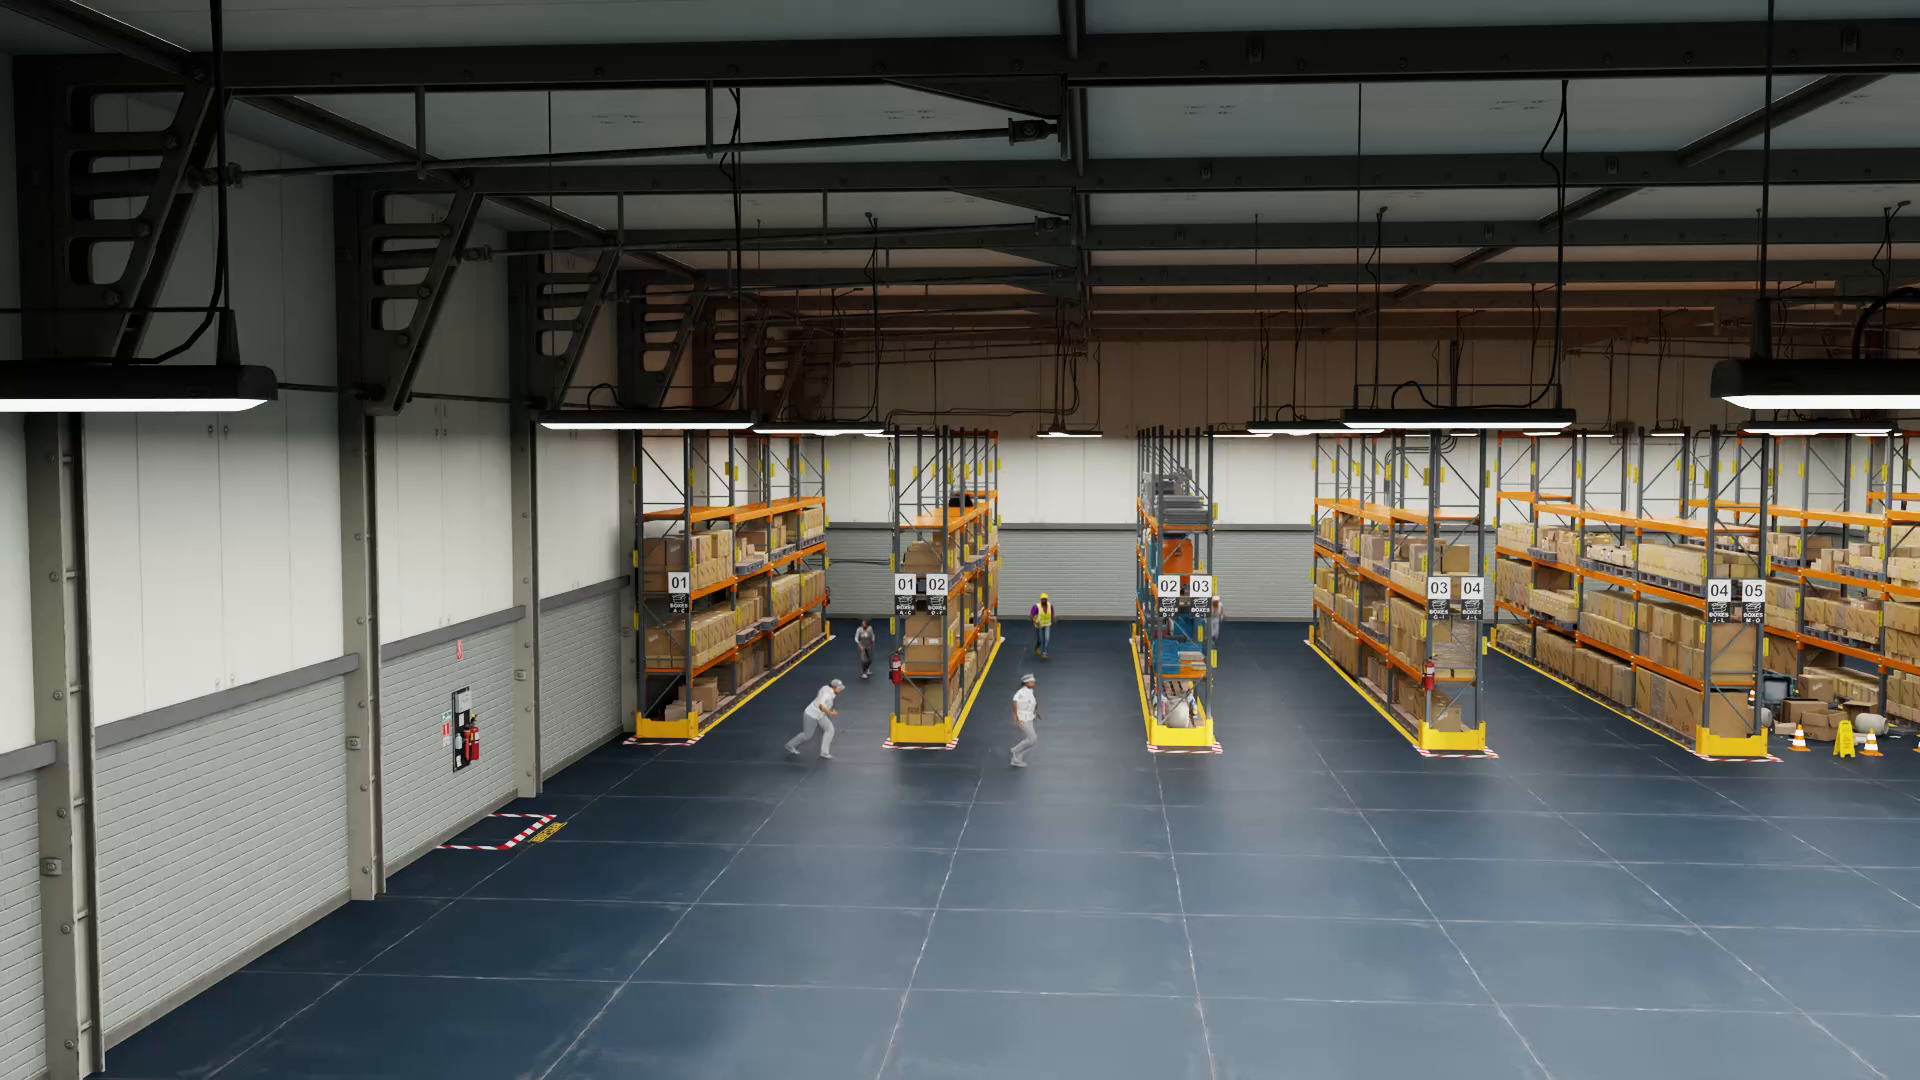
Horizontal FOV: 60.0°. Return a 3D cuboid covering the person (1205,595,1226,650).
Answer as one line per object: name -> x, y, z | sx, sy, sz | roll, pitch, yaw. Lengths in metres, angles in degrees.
person -> 6.734, 2.215, 44.518 | 0.704, 1.558, 0.913 | -1, 3, -8

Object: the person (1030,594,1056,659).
person -> 2.155, 2.245, 43.732 | 0.707, 1.715, 0.757 | -1, 4, -13

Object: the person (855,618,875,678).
person -> -2.307, 2.592, 39.939 | 0.526, 1.462, 0.760 | -1, 4, -19

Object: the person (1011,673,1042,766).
person -> 1.137, 3.156, 29.087 | 0.526, 1.647, 0.642 | 2, 4, 24

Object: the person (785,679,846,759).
person -> -2.616, 3.222, 29.915 | 1.161, 1.478, 0.588 | 1, 3, 10
